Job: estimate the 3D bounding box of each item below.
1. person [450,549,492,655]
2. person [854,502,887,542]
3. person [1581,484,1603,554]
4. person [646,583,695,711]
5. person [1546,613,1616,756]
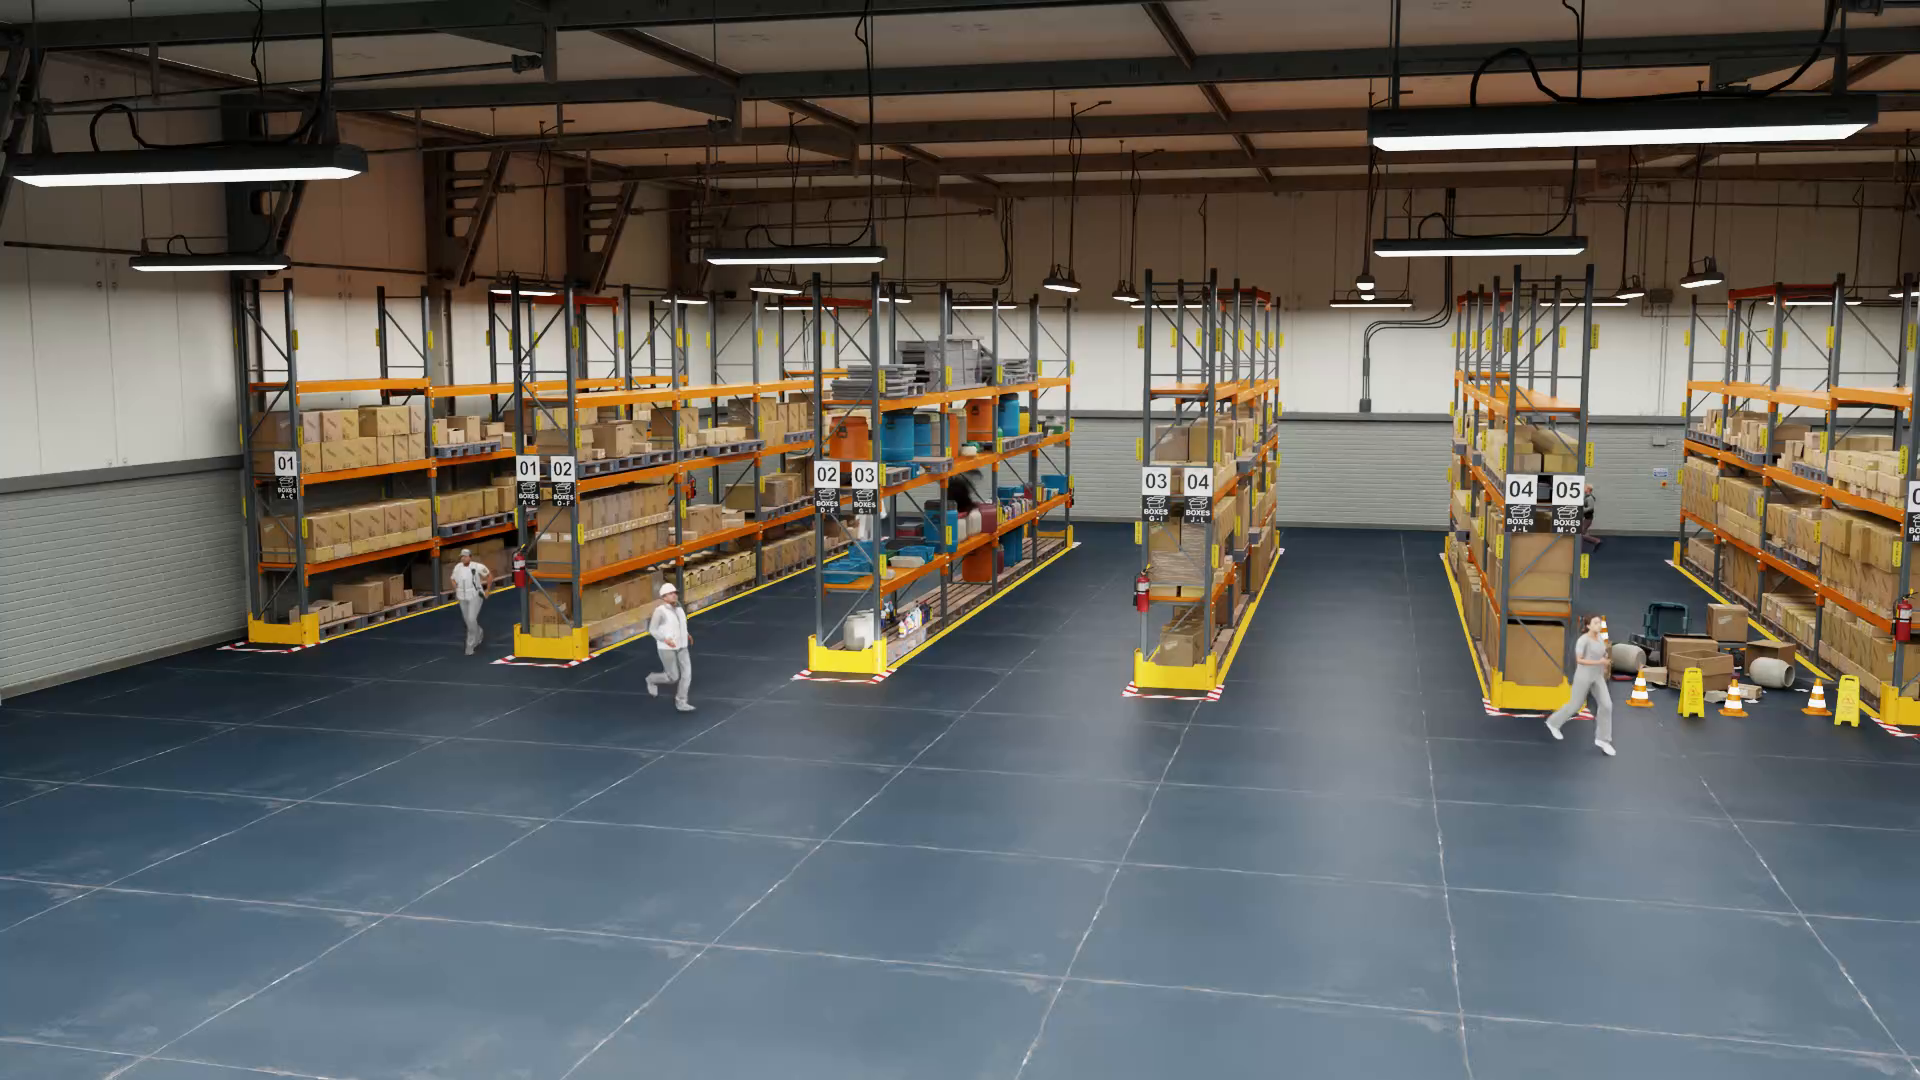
[{"bbox_3d":[-7.921,0.968,26.914,0.626,1.695,0.883,1,7,11],"label":"person"},{"bbox_3d":[-1.866,-0.223,34.124,0.710,1.763,0.885,1,7,5],"label":"person"},{"bbox_3d":[14.618,-0.474,38.770,0.707,1.681,0.688,2,7,14],"label":"person"},{"bbox_3d":[-3.902,1.454,22.605,0.814,1.740,0.676,5,9,38],"label":"person"},{"bbox_3d":[7.697,1.729,20.453,0.576,1.702,0.940,-3,8,-26],"label":"person"}]
